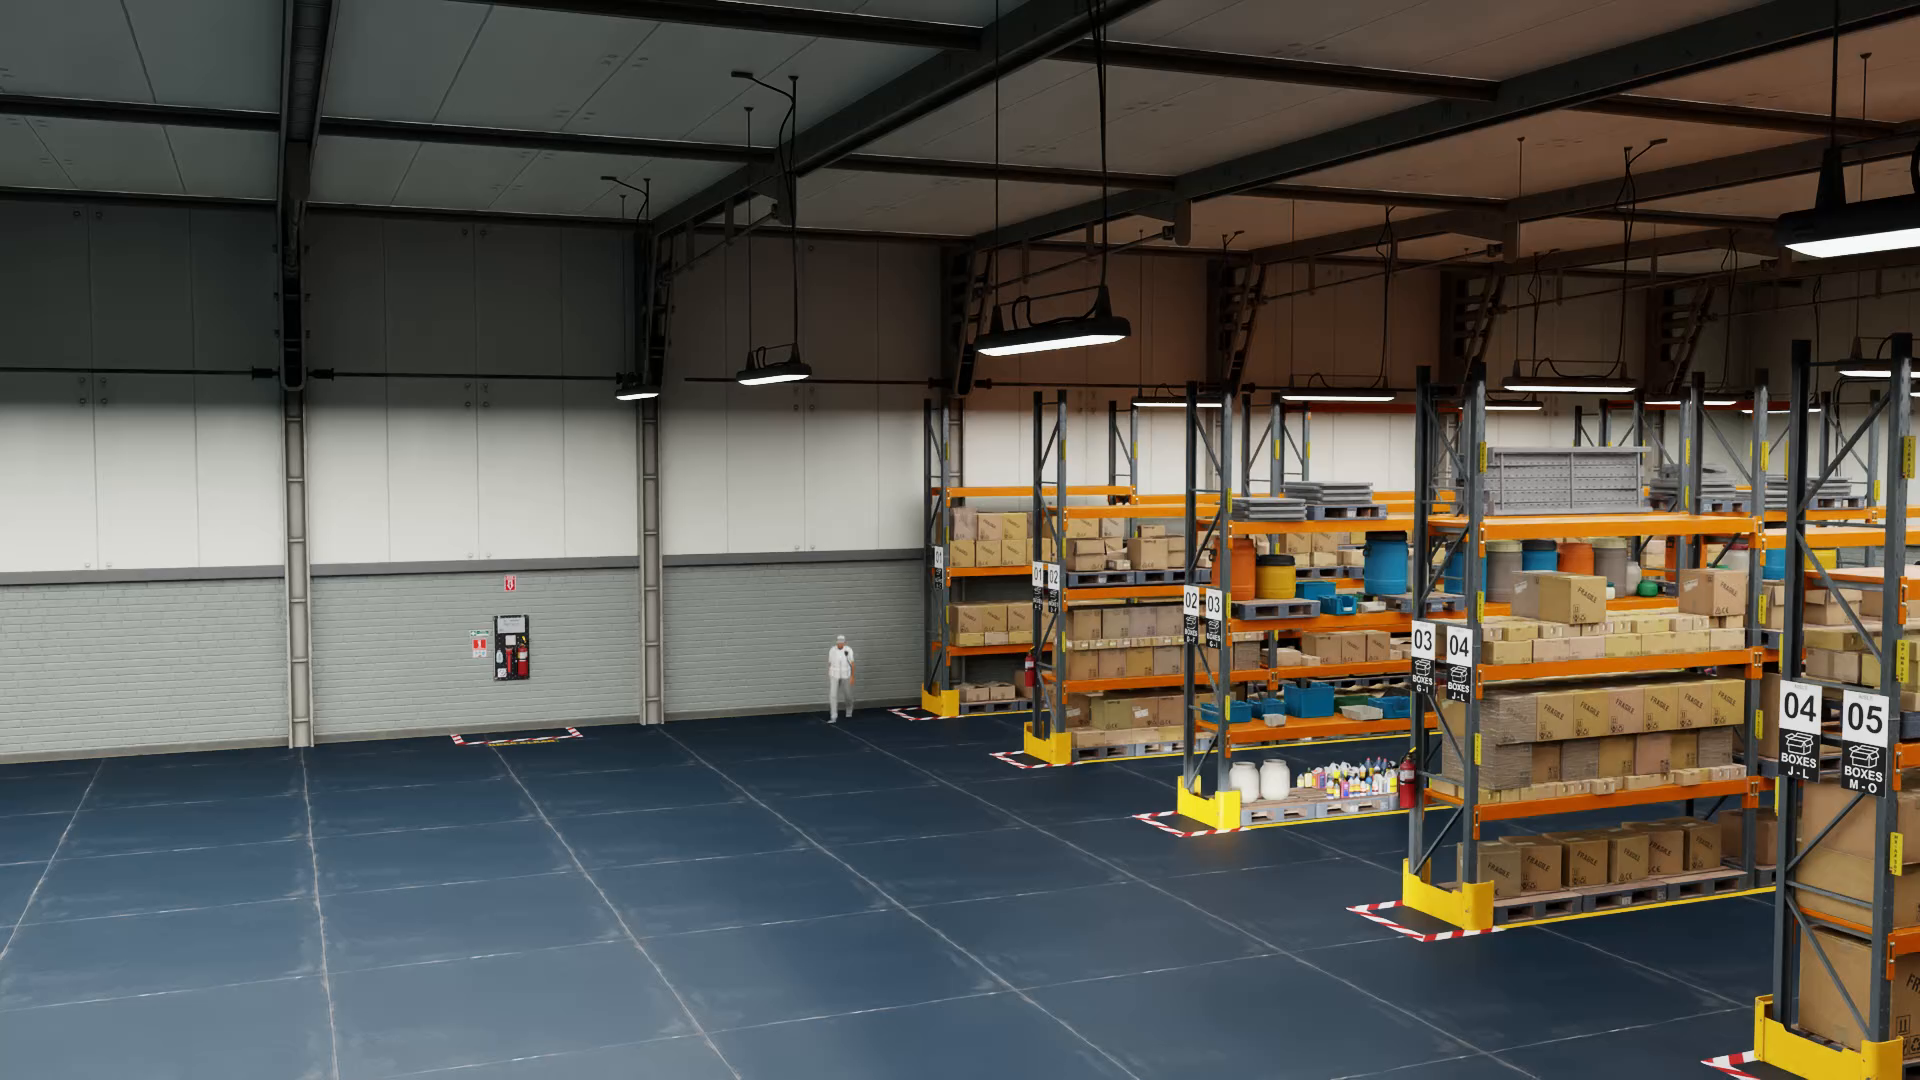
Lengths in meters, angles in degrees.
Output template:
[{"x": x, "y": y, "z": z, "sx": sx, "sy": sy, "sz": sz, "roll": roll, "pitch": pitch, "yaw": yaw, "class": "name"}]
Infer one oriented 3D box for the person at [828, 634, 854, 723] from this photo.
[{"x": -2.222, "y": 2.537, "z": 30.789, "sx": 0.499, "sy": 1.621, "sz": 0.838, "roll": 0, "pitch": 3, "yaw": -7, "class": "person"}]
